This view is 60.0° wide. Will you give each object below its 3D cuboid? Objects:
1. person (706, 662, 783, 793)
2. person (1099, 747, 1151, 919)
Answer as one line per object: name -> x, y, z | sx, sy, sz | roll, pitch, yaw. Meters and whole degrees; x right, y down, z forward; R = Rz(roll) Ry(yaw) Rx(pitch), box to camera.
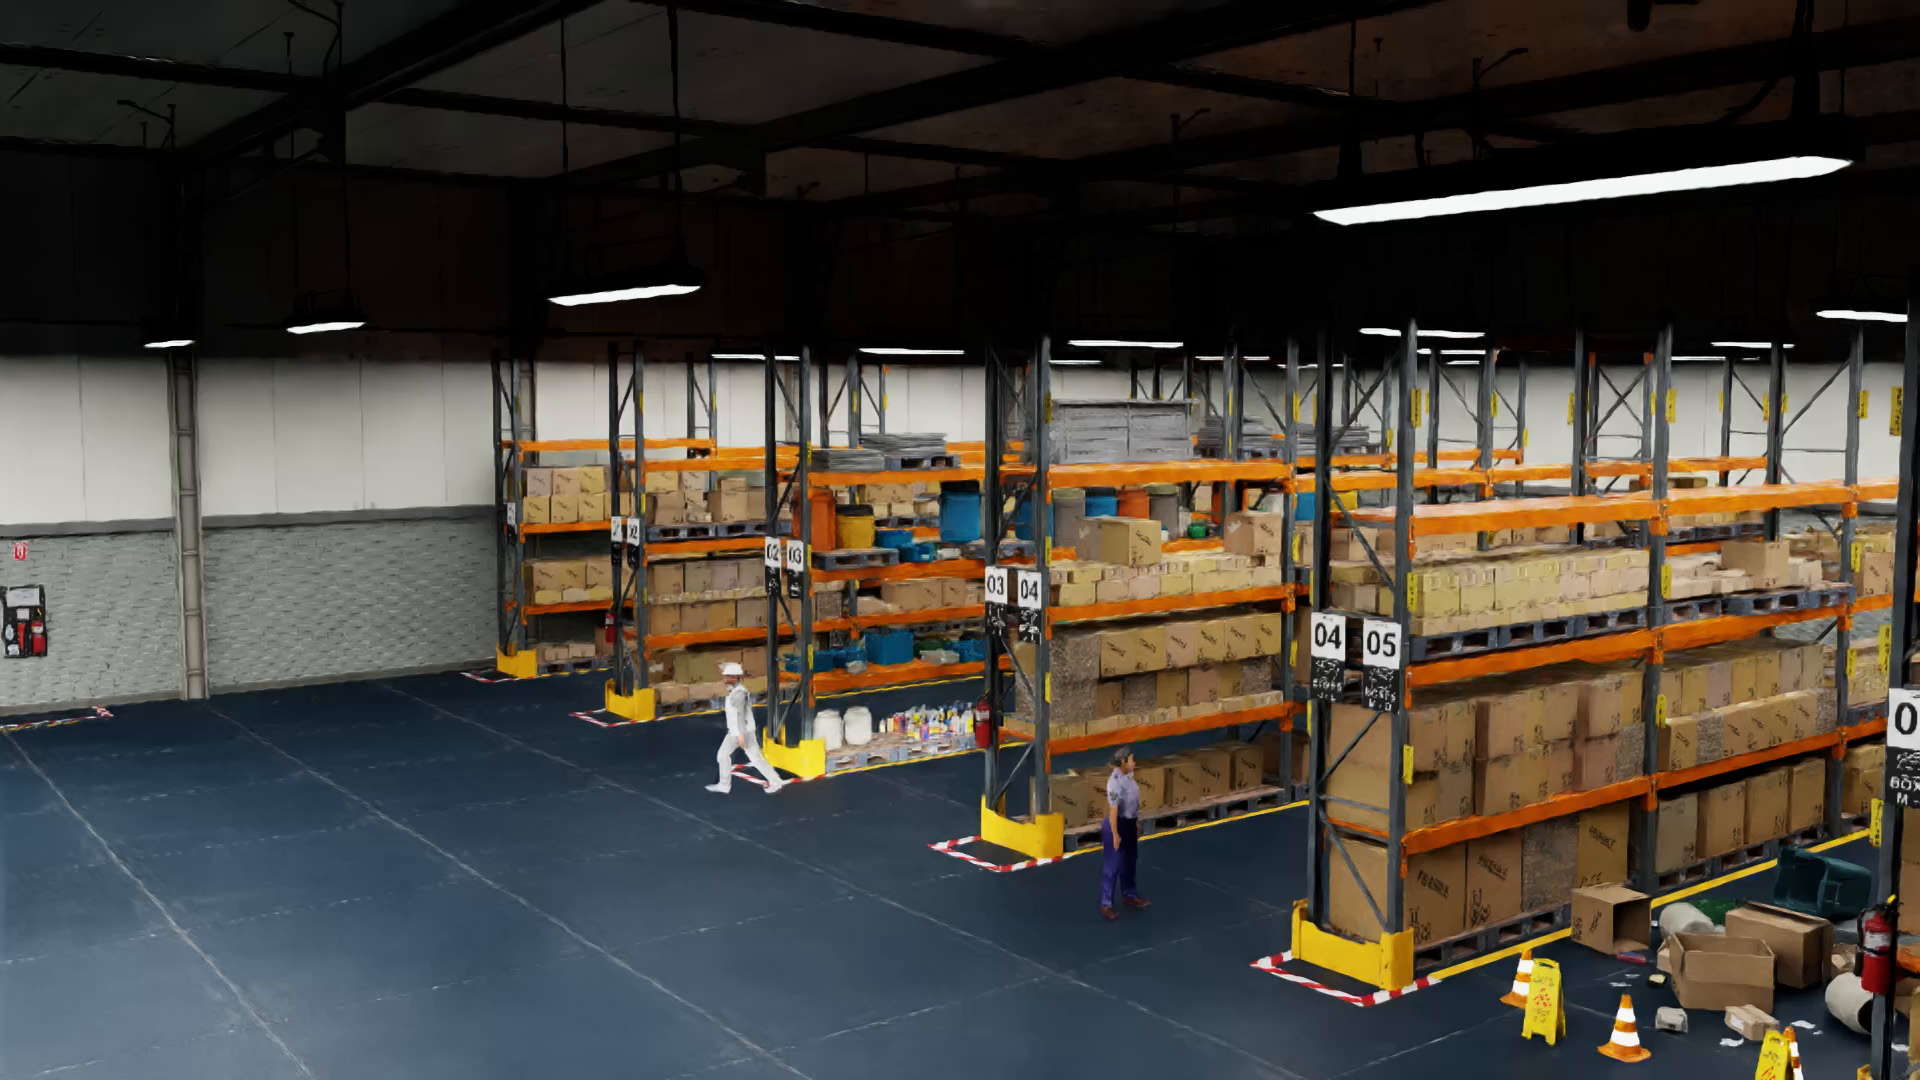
person -> -2.787, 2.430, 21.444 | 0.955, 1.721, 0.574 | -1, 5, -16
person -> 1.635, 2.881, 16.524 | 0.445, 1.658, 0.579 | 2, 5, 23
